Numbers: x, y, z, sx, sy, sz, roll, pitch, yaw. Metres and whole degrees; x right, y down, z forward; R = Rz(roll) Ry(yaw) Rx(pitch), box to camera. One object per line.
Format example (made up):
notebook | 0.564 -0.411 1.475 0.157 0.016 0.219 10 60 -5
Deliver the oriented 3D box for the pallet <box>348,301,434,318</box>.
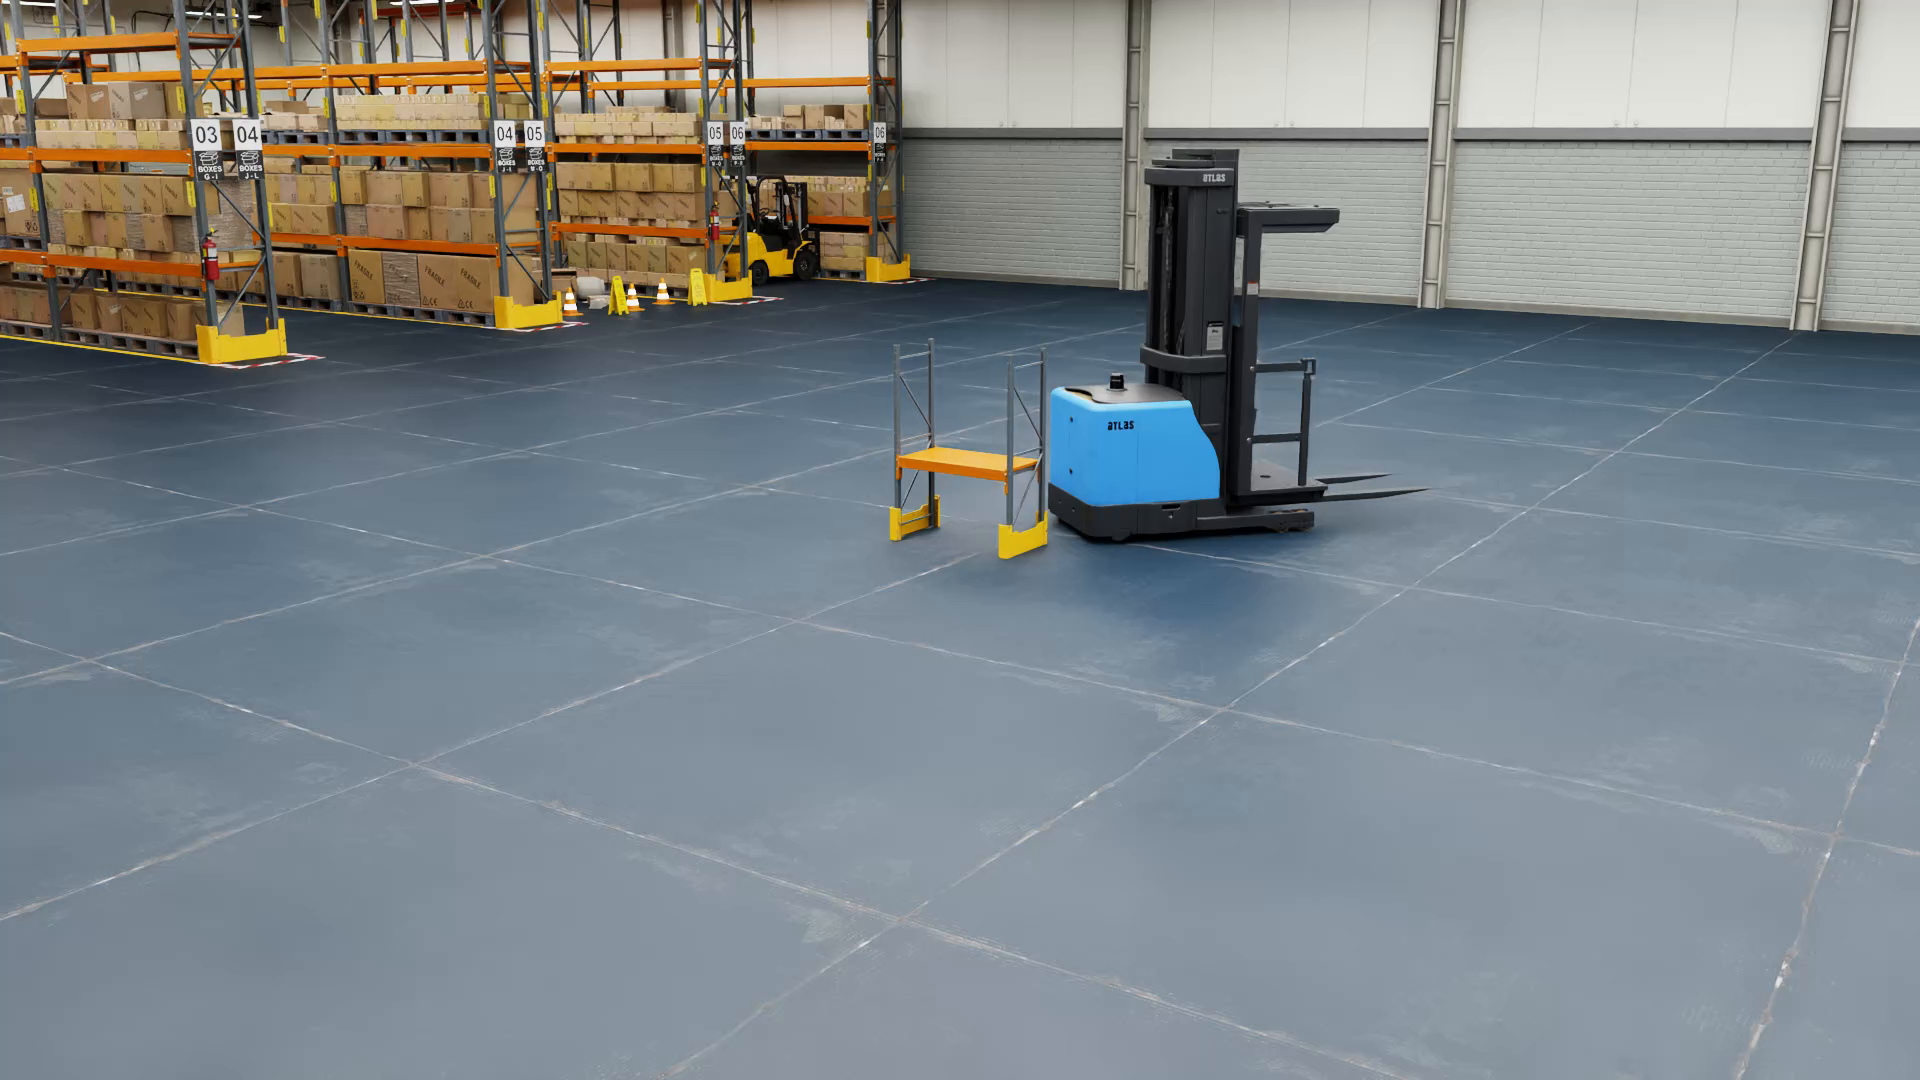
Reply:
pallet | -9.702 -3.997 28.532 1.213 0.211 1.003 9 17 33

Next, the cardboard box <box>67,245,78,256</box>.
cardboard box | -12.708 -4.218 24.144 0.250 0.149 0.380 9 17 33

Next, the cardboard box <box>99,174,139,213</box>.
cardboard box | -11.658 -4.862 23.312 0.500 0.500 0.500 9 17 33

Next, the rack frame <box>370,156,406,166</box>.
rack frame | -14.801 -9.069 43.215 0.127 3.000 1.000 9 17 33

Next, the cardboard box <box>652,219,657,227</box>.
cardboard box | -5.559 -5.960 31.178 0.250 0.149 0.380 9 17 34

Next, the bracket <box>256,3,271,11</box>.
bracket | -19.044 -14.572 45.471 0.430 0.232 0.235 9 17 33

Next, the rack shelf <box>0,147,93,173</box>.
rack shelf | -14.801 -5.868 25.541 4.000 0.370 1.077 9 17 33

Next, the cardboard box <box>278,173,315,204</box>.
cardboard box | -11.552 -6.204 29.355 0.500 0.500 0.700 9 17 33

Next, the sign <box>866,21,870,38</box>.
sign | -1.839 -10.221 33.275 0.005 0.325 0.100 9 17 33

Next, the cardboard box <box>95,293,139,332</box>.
cardboard box | -12.352 -3.347 24.428 0.500 0.500 0.500 -11 17 -36

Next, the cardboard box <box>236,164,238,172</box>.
cardboard box | -16.050 -8.289 37.777 0.500 0.500 0.500 9 17 33

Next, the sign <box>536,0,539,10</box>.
sign | -6.655 -8.484 26.096 0.005 0.325 0.100 9 17 33

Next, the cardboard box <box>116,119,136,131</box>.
cardboard box | -11.302 -5.684 22.784 0.250 0.149 0.380 8 16 30

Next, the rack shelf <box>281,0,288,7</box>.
rack shelf | -12.589 -11.450 34.930 4.000 0.370 1.077 9 17 33

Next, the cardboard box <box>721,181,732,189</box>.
cardboard box | -5.251 -7.824 36.630 0.250 0.149 0.380 10 17 35

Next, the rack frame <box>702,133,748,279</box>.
rack frame | -4.291 -5.933 30.547 0.127 3.000 1.000 9 17 33

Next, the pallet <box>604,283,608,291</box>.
pallet | -7.033 -5.033 32.713 1.213 0.211 1.003 9 17 33

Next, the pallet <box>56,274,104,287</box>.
pallet | -17.504 -5.271 33.676 1.213 0.211 1.003 9 17 33

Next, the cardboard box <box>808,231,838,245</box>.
cardboard box | -2.932 -6.410 35.242 0.500 0.250 0.500 9 17 34

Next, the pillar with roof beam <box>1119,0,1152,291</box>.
pillar with roof beam | 0.977 -8.445 28.211 0.400 9.000 9.100 9 17 33

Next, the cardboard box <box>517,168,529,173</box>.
cardboard box | -8.699 -7.287 32.969 0.250 0.149 0.380 9 16 31

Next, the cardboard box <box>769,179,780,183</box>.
cardboard box | -3.874 -7.731 35.636 0.250 0.149 0.380 9 16 32

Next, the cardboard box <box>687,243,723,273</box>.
cardboard box | -4.826 -5.332 31.409 0.500 0.500 0.500 9 16 31

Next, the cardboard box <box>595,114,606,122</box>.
cardboard box | -6.648 -7.953 31.329 0.250 0.149 0.380 9 16 31

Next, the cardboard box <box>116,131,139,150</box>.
cardboard box | -11.200 -5.491 22.831 0.500 0.250 0.500 10 17 34

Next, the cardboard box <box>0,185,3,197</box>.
cardboard box | -19.570 -7.089 34.390 0.500 0.500 0.500 9 17 33

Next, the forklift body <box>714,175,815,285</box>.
forklift body | -4.116 -6.401 34.207 1.214 2.155 2.313 9 17 33

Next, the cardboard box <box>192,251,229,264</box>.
cardboard box | -10.174 -3.832 22.583 0.250 0.149 0.380 9 17 33

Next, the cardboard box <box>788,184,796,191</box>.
cardboard box | -3.454 -7.516 35.386 0.250 0.149 0.380 9 16 32

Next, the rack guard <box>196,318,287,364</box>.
rack guard | -9.885 -2.754 22.906 0.348 0.500 1.175 9 17 33

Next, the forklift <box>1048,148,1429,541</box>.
forklift | 2.287 -1.595 13.168 3.031 2.935 1.130 -4 15 -16

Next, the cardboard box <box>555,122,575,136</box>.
cardboard box | -7.398 -7.883 31.877 0.500 0.250 0.500 9 16 32

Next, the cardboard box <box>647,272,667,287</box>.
cardboard box | -5.538 -4.928 31.335 0.500 0.250 0.500 9 17 33

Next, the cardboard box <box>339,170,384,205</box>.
cardboard box | -10.002 -6.009 28.297 0.550 0.550 0.875 9 17 33

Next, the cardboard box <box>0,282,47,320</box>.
cardboard box | -14.488 -3.723 25.905 0.500 0.500 0.700 8 16 28

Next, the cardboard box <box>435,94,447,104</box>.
cardboard box | -8.074 -6.986 26.340 0.250 0.149 0.380 10 17 34

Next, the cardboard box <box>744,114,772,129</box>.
cardboard box | -4.289 -8.964 35.655 0.500 0.311 0.500 10 17 34

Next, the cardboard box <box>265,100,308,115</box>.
cardboard box | -12.010 -7.585 29.688 0.500 0.500 0.500 9 17 33

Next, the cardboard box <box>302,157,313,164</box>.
cardboard box | -14.587 -8.516 37.344 0.250 0.149 0.380 9 17 34

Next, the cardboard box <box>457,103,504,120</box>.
cardboard box | -7.532 -6.722 26.104 0.500 0.250 0.500 9 17 34

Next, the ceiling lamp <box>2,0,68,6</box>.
ceiling lamp | -21.148 -13.700 37.294 0.800 3.185 2.000 9 17 33

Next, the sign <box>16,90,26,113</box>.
sign | -13.448 -6.280 23.813 0.005 0.325 0.100 9 17 33

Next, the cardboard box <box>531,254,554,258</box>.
cardboard box | -8.646 -5.563 33.648 0.625 0.372 0.950 10 17 36

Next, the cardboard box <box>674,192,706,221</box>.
cardboard box | -4.896 -6.143 30.571 0.500 0.500 0.500 9 16 32

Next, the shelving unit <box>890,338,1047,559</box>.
shelving unit | 0.063 -0.718 12.602 1.083 1.500 0.587 9 17 33

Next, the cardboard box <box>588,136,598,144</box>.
cardboard box | -6.850 -7.614 31.617 0.250 0.149 0.380 10 17 34

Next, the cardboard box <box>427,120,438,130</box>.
cardboard box | -8.280 -6.632 26.571 0.250 0.149 0.380 9 16 32

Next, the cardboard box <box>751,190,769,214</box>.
cardboard box | -4.179 -7.330 35.982 0.500 0.500 0.500 10 17 34

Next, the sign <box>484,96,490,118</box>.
sign | -7.285 -6.673 25.618 0.005 0.325 0.100 9 17 33

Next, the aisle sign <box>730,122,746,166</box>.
aisle sign | -4.067 -7.248 30.451 0.004 0.787 0.394 9 17 33

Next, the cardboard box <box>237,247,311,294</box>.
cardboard box | -12.426 -4.901 30.186 0.750 0.750 1.050 9 17 34
